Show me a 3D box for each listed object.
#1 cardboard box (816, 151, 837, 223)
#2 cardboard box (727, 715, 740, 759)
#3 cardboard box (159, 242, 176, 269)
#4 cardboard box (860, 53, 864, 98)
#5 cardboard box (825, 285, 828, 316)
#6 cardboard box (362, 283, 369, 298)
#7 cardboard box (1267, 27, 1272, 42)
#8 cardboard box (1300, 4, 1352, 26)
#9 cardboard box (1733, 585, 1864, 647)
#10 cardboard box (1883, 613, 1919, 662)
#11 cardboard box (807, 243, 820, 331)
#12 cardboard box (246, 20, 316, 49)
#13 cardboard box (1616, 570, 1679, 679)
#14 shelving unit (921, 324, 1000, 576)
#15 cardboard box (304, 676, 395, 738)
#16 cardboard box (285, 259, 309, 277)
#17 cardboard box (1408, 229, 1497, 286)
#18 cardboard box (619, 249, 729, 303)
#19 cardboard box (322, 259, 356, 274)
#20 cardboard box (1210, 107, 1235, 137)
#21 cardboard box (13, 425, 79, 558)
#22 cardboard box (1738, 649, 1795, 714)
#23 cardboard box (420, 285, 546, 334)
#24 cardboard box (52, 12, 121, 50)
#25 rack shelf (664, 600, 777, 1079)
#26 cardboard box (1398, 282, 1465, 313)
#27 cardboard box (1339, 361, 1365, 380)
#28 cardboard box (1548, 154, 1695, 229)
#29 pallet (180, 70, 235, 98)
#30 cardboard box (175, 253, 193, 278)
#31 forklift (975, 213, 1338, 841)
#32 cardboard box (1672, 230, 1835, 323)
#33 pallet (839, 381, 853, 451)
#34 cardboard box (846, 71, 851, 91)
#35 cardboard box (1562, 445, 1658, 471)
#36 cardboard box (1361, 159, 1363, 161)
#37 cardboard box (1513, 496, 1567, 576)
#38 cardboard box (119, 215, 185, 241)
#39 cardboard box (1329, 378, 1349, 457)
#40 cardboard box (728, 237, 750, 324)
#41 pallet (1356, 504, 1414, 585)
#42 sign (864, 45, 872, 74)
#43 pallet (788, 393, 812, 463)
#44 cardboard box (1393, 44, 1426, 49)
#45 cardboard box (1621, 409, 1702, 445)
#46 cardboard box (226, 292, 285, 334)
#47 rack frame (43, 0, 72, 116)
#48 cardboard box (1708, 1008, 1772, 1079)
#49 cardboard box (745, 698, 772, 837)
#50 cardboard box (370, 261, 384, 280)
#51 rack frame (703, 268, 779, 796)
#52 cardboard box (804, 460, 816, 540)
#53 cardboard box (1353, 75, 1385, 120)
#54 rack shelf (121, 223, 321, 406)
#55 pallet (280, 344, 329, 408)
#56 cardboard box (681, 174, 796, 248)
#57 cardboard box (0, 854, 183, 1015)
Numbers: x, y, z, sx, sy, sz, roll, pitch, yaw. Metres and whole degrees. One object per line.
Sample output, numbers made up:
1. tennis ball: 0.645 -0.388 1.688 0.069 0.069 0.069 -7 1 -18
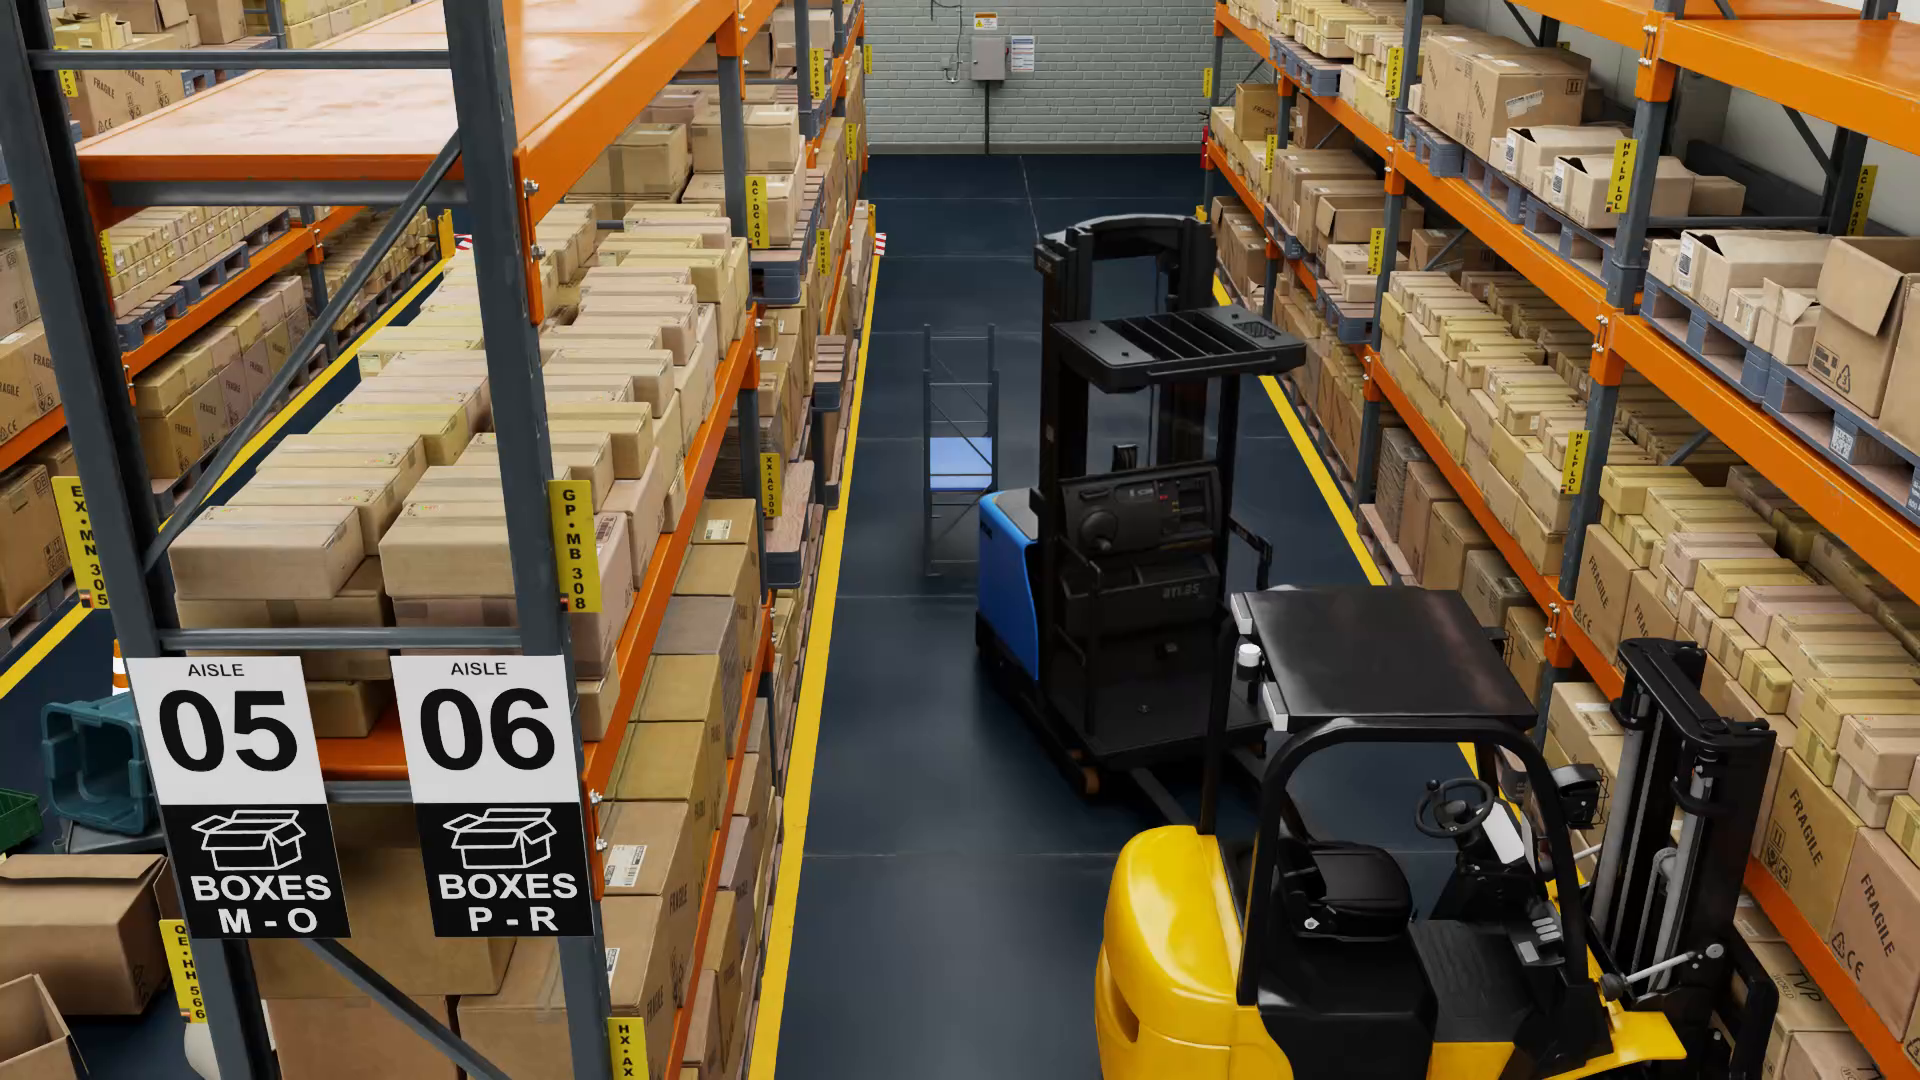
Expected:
1. cardboard box: -1.269 -2.843 13.445 0.500 0.500 0.500 0 24 0
2. cardboard box: -1.135 0.800 7.029 0.380 0.149 0.250 -1 24 -1
3. cardboard box: -6.269 -2.187 12.762 0.380 0.149 0.250 0 24 0
4. cardboard box: -1.345 -5.112 18.462 0.500 0.500 0.500 1 24 1
5. cardboard box: -1.278 -1.858 12.784 0.500 0.250 0.500 -1 24 -2
6. cardboard box: -6.324 -2.568 17.120 0.380 0.149 0.250 -1 24 -3
7. cardboard box: 3.126 -4.795 15.760 0.380 0.149 0.250 1 24 1
8. cardboard box: 3.047 -4.364 13.815 0.380 0.149 0.250 -1 24 -1
9. cardboard box: 3.306 0.299 6.564 0.380 0.149 0.250 0 24 -1
10. cardboard box: 3.765 0.398 6.344 0.380 0.149 0.250 0 24 1
11. cardboard box: -1.218 -1.699 11.257 0.500 0.500 0.500 -1 24 -2
12. cardboard box: -6.234 -4.587 15.177 0.500 0.250 0.500 1 24 2
13. cardboard box: 3.272 0.465 7.344 0.500 0.500 0.500 0 24 0
14. shelving unit: 0.001 -0.648 11.747 0.538 1.500 1.048 0 24 -1
15. cardboard box: -1.697 0.386 4.304 0.380 0.149 0.250 0 24 0
16. cardboard box: -6.735 -2.721 16.737 0.380 0.149 0.250 1 24 1
17. cardboard box: 3.613 -1.986 12.253 0.500 0.500 0.500 1 24 2
18. cardboard box: -1.109 -1.029 6.466 0.380 0.149 0.250 0 24 1
19. cardboard box: -6.311 -2.728 16.753 0.380 0.149 0.250 -1 24 -2
20. cardboard box: 3.111 -4.712 18.732 0.500 0.250 0.500 0 24 0
21. cardboard box: -6.533 -0.363 11.517 1.050 0.750 0.750 -1 24 -1
22. cardboard box: 3.243 0.541 6.389 0.380 0.149 0.250 -1 24 -2
23. cardboard box: -1.711 -0.812 5.986 0.380 0.149 0.250 -1 24 -1
24. cardboard box: -6.184 -3.590 11.741 0.396 0.266 0.258 0 24 -1
25. rack shelf: -1.436 1.288 6.519 1.077 0.370 4.000 0 24 -1
26. cardboard box: 3.175 -1.635 11.199 0.380 0.149 0.250 0 24 1
27. cardboard box: 3.211 -1.308 13.121 0.380 0.149 0.250 -1 24 -2
28. cardboard box: 3.254 -1.748 8.196 0.500 0.311 0.500 -1 24 -2
29. pallet: -6.579 -3.696 13.252 1.213 0.211 1.003 0 24 -1
30. cardboard box: -6.269 -2.153 13.049 0.380 0.149 0.250 1 24 1
31. forklift: 1.070 -0.134 8.873 1.130 2.935 3.031 -8 26 -18
32. cardboard box: 3.271 -1.107 6.778 0.500 0.311 0.500 0 24 1
33. pallet: -1.445 -1.068 14.240 1.003 0.211 1.213 0 24 -1
34. cardboard box: -1.268 -4.511 16.347 0.380 0.149 0.250 -1 24 -2
35. cardboard box: 3.280 -0.369 8.400 0.380 0.149 0.250 1 24 1
36. cardboard box: 3.671 -3.664 16.415 0.500 0.250 0.500 0 24 -1
37. cardboard box: 3.239 -0.026 8.733 0.500 0.250 0.500 0 24 1
38. cardboard box: -6.272 -2.420 12.918 0.380 0.149 0.250 1 24 2
39. cardboard box: 3.248 -0.968 13.158 0.500 0.500 0.500 -1 24 -1
40. cardboard box: -1.183 -1.117 7.143 0.500 0.250 0.500 0 24 -1
41. pallet: 3.432 0.074 11.714 1.003 0.211 1.213 0 24 -1
42. sign: -1.046 -5.441 18.831 0.100 0.325 0.005 0 24 -1
43. pallet: -1.438 -0.609 10.074 1.003 0.211 1.213 0 24 -1
44. cardboard box: 3.266 -3.401 11.710 0.380 0.149 0.250 -1 24 -2
45. cardboard box: 3.764 -0.589 8.886 0.380 0.149 0.250 0 24 -1
46. cardboard box: -6.240 -1.973 14.470 0.500 0.250 0.500 1 24 2
47. rack frame: -6.450 -4.182 10.460 1.000 3.000 0.127 0 24 -1
48. cardboard box: 3.210 1.975 6.346 0.500 0.250 0.500 -1 24 -2
49. cardboard box: -1.183 1.098 7.982 0.500 0.500 0.500 -1 24 -1
50. cardboard box: -6.227 -2.809 17.292 0.380 0.149 0.250 0 24 -1
51. rack frame: -1.457 0.136 8.193 1.000 3.000 0.127 0 24 -1
52. cardboard box: -1.505 -0.274 11.777 0.950 0.372 0.625 -2 24 -4
53. cardboard box: 3.208 -3.252 12.226 0.500 0.250 0.500 0 24 0
54. rack shelf: -6.471 -1.945 13.666 1.077 0.370 4.000 0 24 -1
55. pallet: -6.483 -1.505 15.206 1.003 0.211 1.213 0 24 -1
56. cardboard box: -1.063 -1.596 8.055 0.500 0.250 0.500 -1 24 -2
57. cardboard box: -3.983 1.762 7.462 0.797 0.637 0.503 0 24 -1
